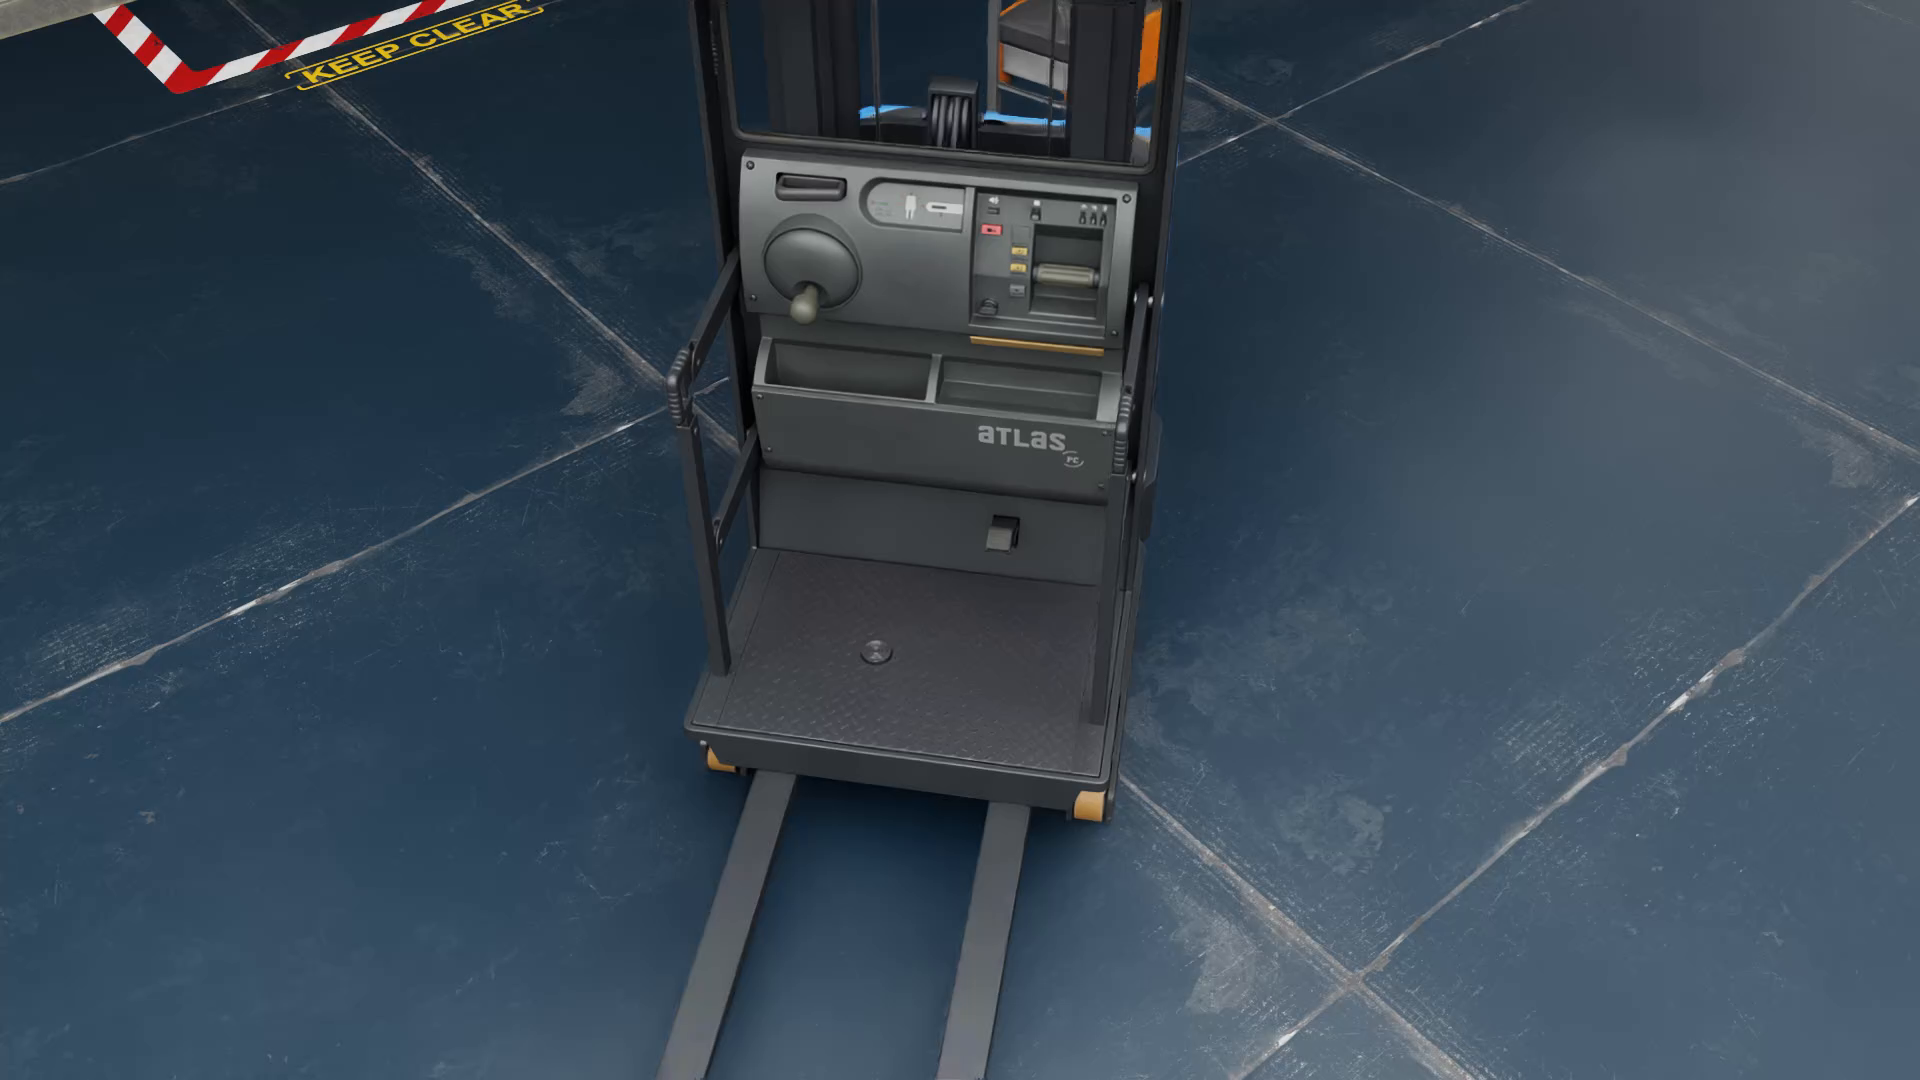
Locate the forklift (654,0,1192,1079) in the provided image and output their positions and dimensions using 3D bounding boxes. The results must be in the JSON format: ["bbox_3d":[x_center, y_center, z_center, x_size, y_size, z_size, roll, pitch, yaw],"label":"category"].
[{"bbox_3d":[-0.093,-0.589,3.737,1.130,2.935,3.031,7,44,7],"label":"forklift"}]

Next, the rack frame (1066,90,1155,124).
[{"bbox_3d":[0.535,-1.647,5.470,0.400,2.100,0.015,26,49,25],"label":"rack frame"}]

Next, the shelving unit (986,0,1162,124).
[{"bbox_3d":[0.396,-1.510,5.324,0.431,2.100,0.503,26,49,25],"label":"shelving unit"}]

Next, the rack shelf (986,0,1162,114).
[{"bbox_3d":[0.396,-1.500,5.334,0.431,0.518,0.480,26,49,25],"label":"rack shelf"}]

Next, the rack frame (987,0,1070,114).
[{"bbox_3d":[0.256,-1.373,5.179,0.400,2.100,0.015,26,49,25],"label":"rack frame"}]
